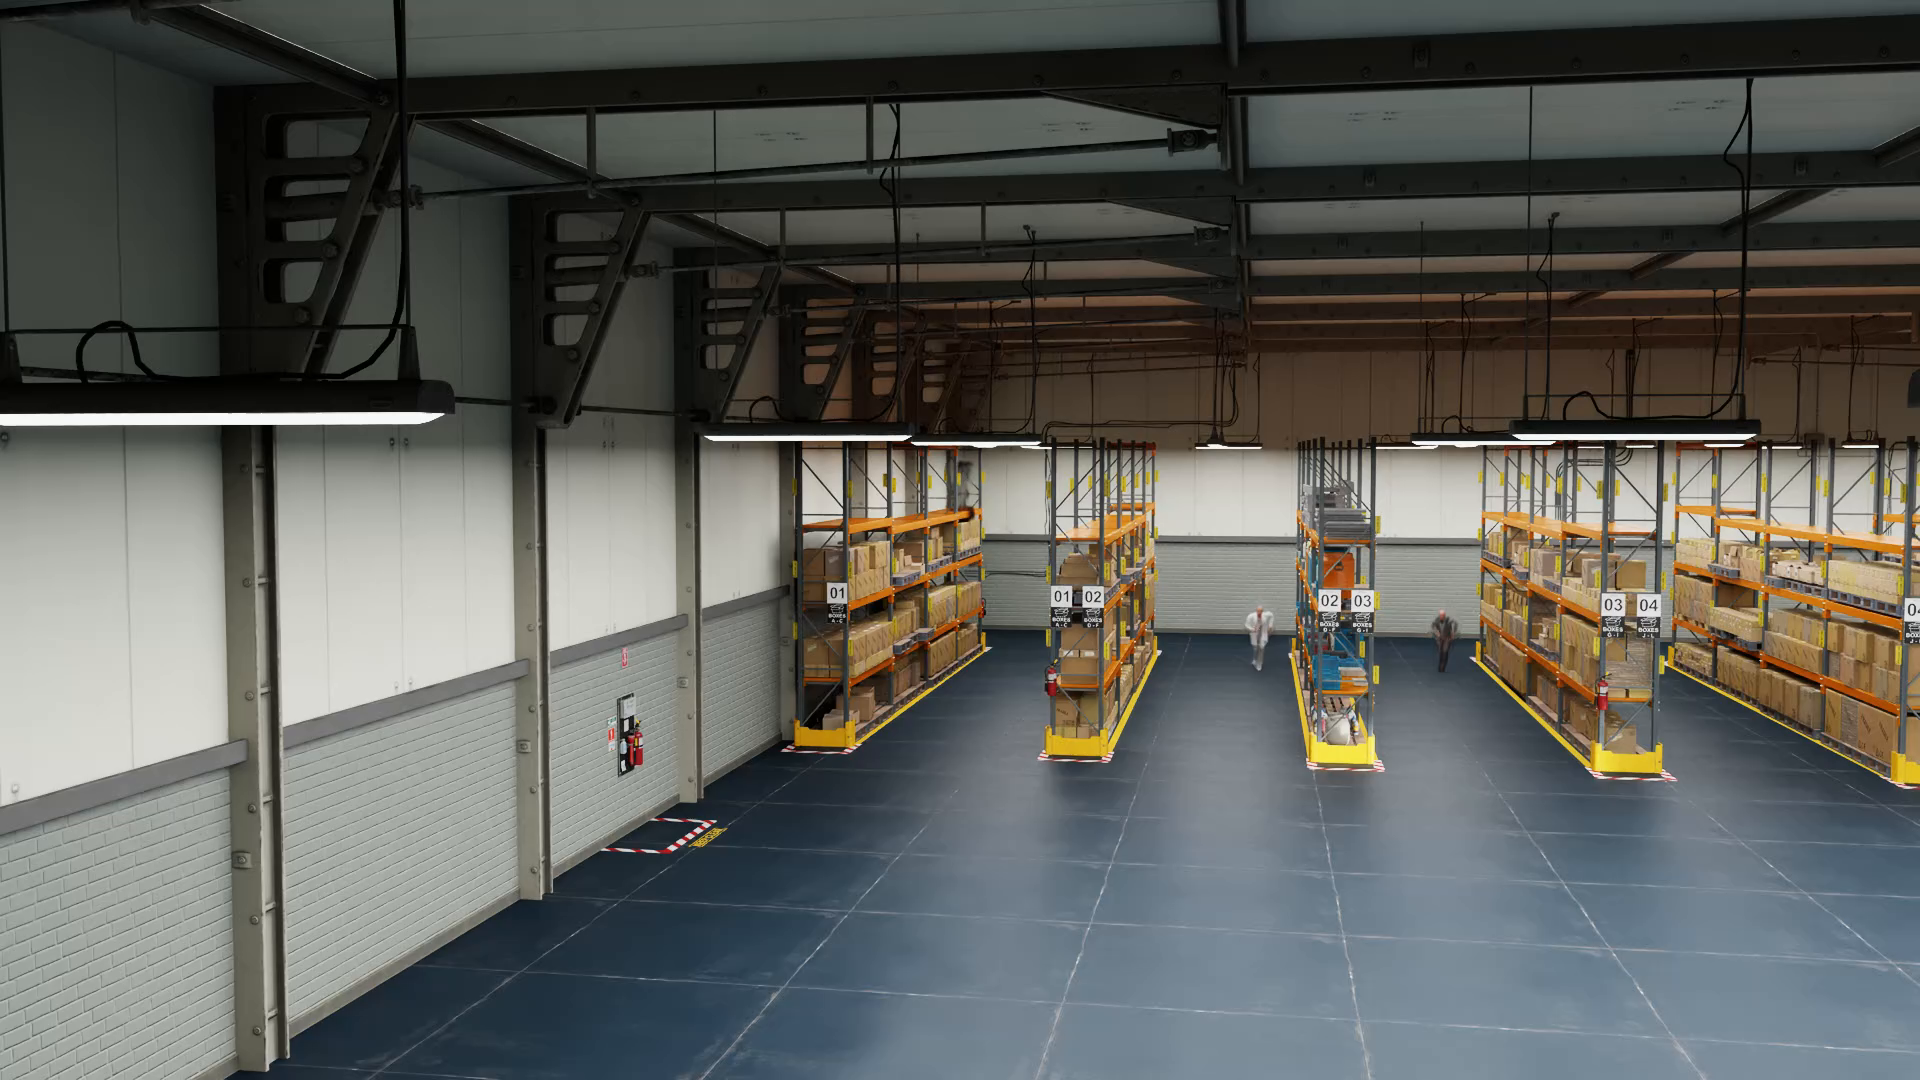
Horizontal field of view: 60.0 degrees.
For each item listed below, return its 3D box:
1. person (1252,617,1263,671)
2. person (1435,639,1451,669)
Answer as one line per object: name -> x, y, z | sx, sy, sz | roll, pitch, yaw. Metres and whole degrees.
person -> 7.859, 2.669, 43.995 | 0.198, 1.551, 1.069 | 0, 3, 4
person -> 12.571, 2.911, 43.286 | 0.401, 0.821, 0.859 | 1, 3, 19
